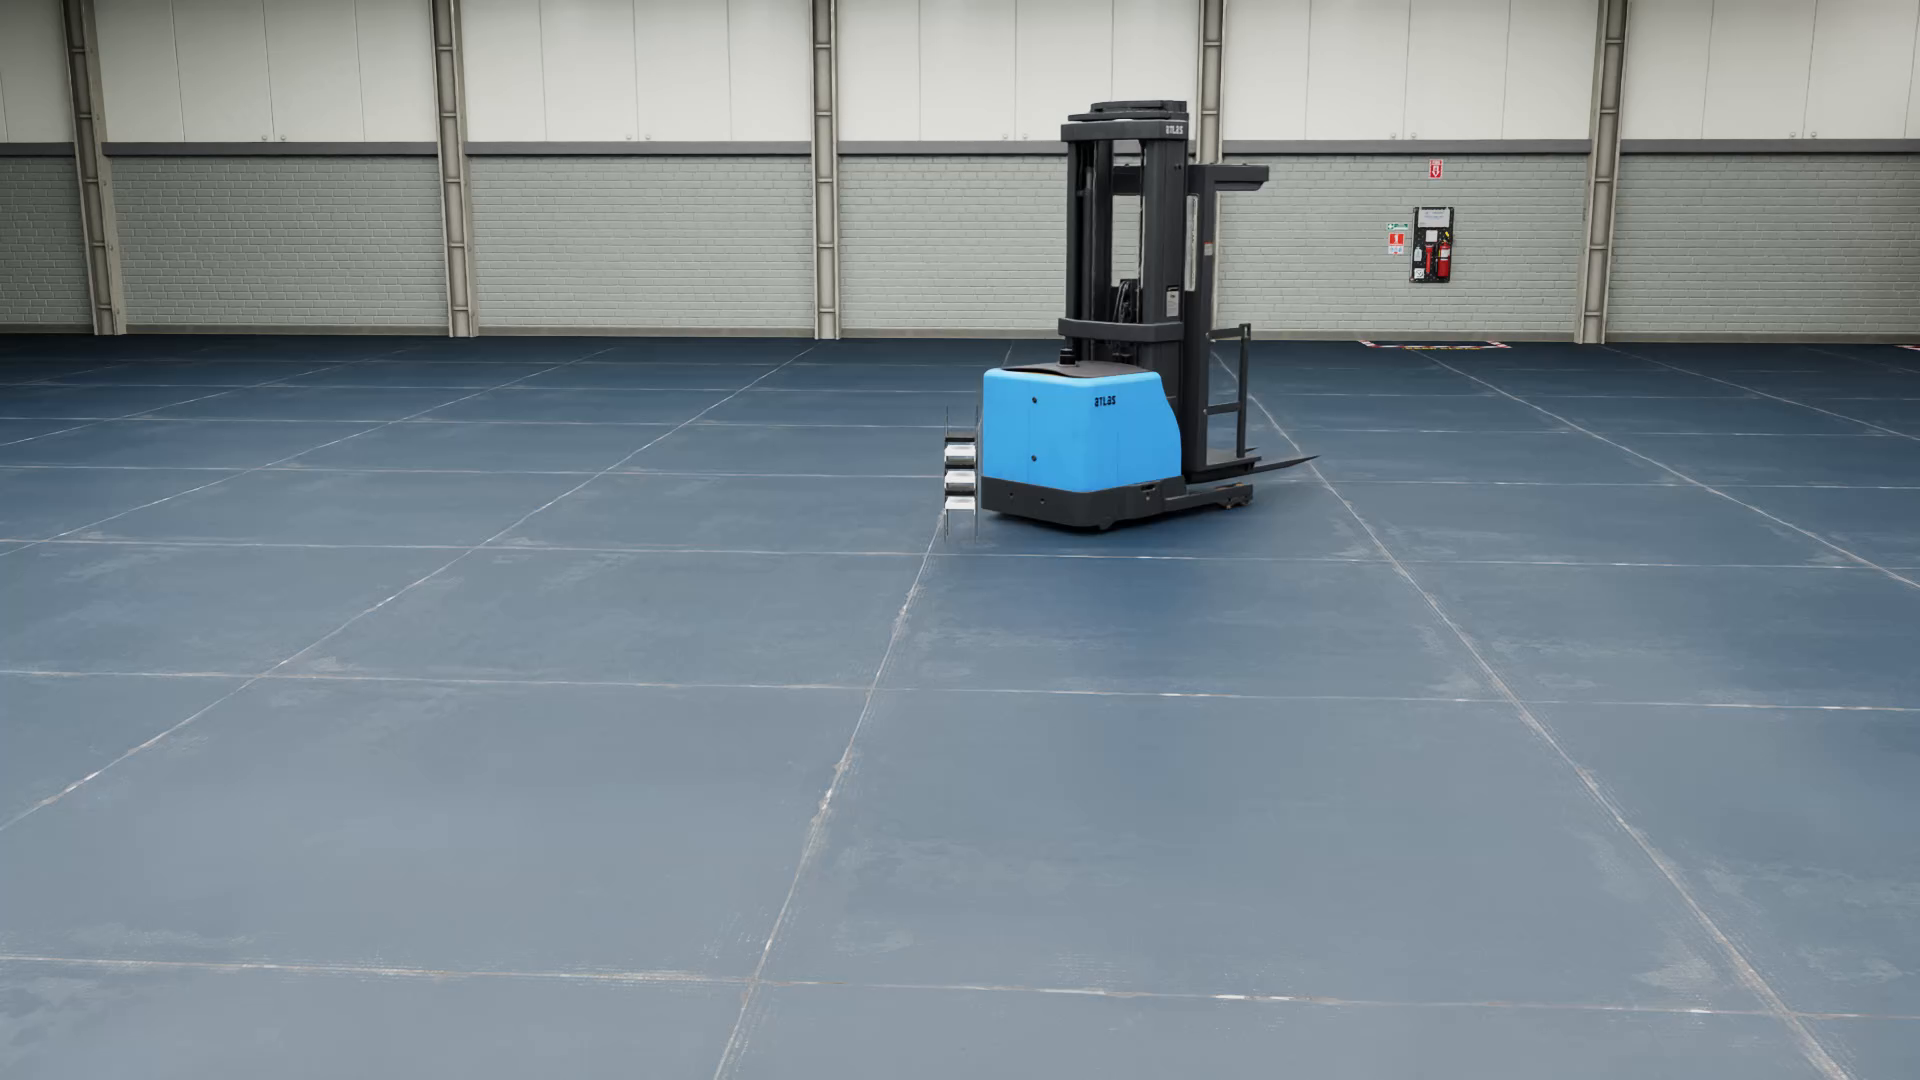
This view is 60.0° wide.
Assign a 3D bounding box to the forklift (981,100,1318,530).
[{"bbox_3d":[1.570,-1.735,12.402,3.031,2.935,1.130,-11,16,-42],"label":"forklift"}]

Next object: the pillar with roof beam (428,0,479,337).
[{"bbox_3d":[-8.400,-6.862,22.094,0.400,9.000,9.100,1,12,4],"label":"pillar with roof beam"}]

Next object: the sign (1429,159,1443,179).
[{"bbox_3d":[7.383,-5.756,25.795,0.199,0.298,0.001,1,12,4],"label":"sign"}]

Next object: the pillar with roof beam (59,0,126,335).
[{"bbox_3d":[-14.386,-6.944,22.487,0.400,9.000,9.100,1,12,4],"label":"pillar with roof beam"}]

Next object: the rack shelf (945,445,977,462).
[{"bbox_3d":[0.008,-0.584,11.145,0.200,0.077,0.258,1,12,4],"label":"rack shelf"}]

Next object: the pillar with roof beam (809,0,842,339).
[{"bbox_3d":[-2.413,-6.780,21.702,0.400,9.000,9.100,1,12,4],"label":"pillar with roof beam"}]

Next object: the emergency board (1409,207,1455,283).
[{"bbox_3d":[7.384,-4.600,25.935,0.643,1.169,0.194,1,12,4],"label":"emergency board"}]

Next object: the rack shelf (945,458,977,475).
[{"bbox_3d":[0.008,-0.496,11.164,0.200,0.077,0.258,1,12,4],"label":"rack shelf"}]

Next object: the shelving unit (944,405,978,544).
[{"bbox_3d":[0.008,-0.440,11.175,0.210,0.900,0.258,1,12,4],"label":"shelving unit"}]

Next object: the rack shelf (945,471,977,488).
[{"bbox_3d":[0.008,-0.408,11.182,0.200,0.077,0.258,1,12,4],"label":"rack shelf"}]

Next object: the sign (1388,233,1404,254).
[{"bbox_3d":[6.840,-4.647,26.068,0.234,0.329,0.001,1,12,4],"label":"sign"}]

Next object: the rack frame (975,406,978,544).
[{"bbox_3d":[0.110,-0.439,11.169,0.006,0.900,0.240,1,12,4],"label":"rack frame"}]

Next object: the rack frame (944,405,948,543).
[{"bbox_3d":[-0.093,-0.442,11.182,0.006,0.900,0.240,1,12,4],"label":"rack frame"}]

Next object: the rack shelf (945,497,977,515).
[{"bbox_3d":[0.008,-0.232,11.219,0.200,0.077,0.258,1,12,4],"label":"rack shelf"}]

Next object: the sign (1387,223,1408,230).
[{"bbox_3d":[6.844,-4.904,26.005,0.331,0.109,0.001,1,12,4],"label":"sign"}]

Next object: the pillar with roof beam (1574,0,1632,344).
[{"bbox_3d":[9.560,-6.616,20.917,0.400,9.000,9.100,1,12,4],"label":"pillar with roof beam"}]

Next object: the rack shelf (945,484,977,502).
[{"bbox_3d":[0.008,-0.320,11.201,0.200,0.077,0.258,1,12,4],"label":"rack shelf"}]

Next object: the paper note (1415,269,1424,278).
[{"bbox_3d":[7.212,-4.186,26.104,0.142,0.148,0.016,1,12,4],"label":"paper note"}]

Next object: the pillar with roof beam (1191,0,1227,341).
[{"bbox_3d":[3.573,-6.698,21.310,0.400,9.000,9.100,1,12,4],"label":"pillar with roof beam"}]

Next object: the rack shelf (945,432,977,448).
[{"bbox_3d":[0.008,-0.672,11.127,0.200,0.077,0.258,1,12,4],"label":"rack shelf"}]
